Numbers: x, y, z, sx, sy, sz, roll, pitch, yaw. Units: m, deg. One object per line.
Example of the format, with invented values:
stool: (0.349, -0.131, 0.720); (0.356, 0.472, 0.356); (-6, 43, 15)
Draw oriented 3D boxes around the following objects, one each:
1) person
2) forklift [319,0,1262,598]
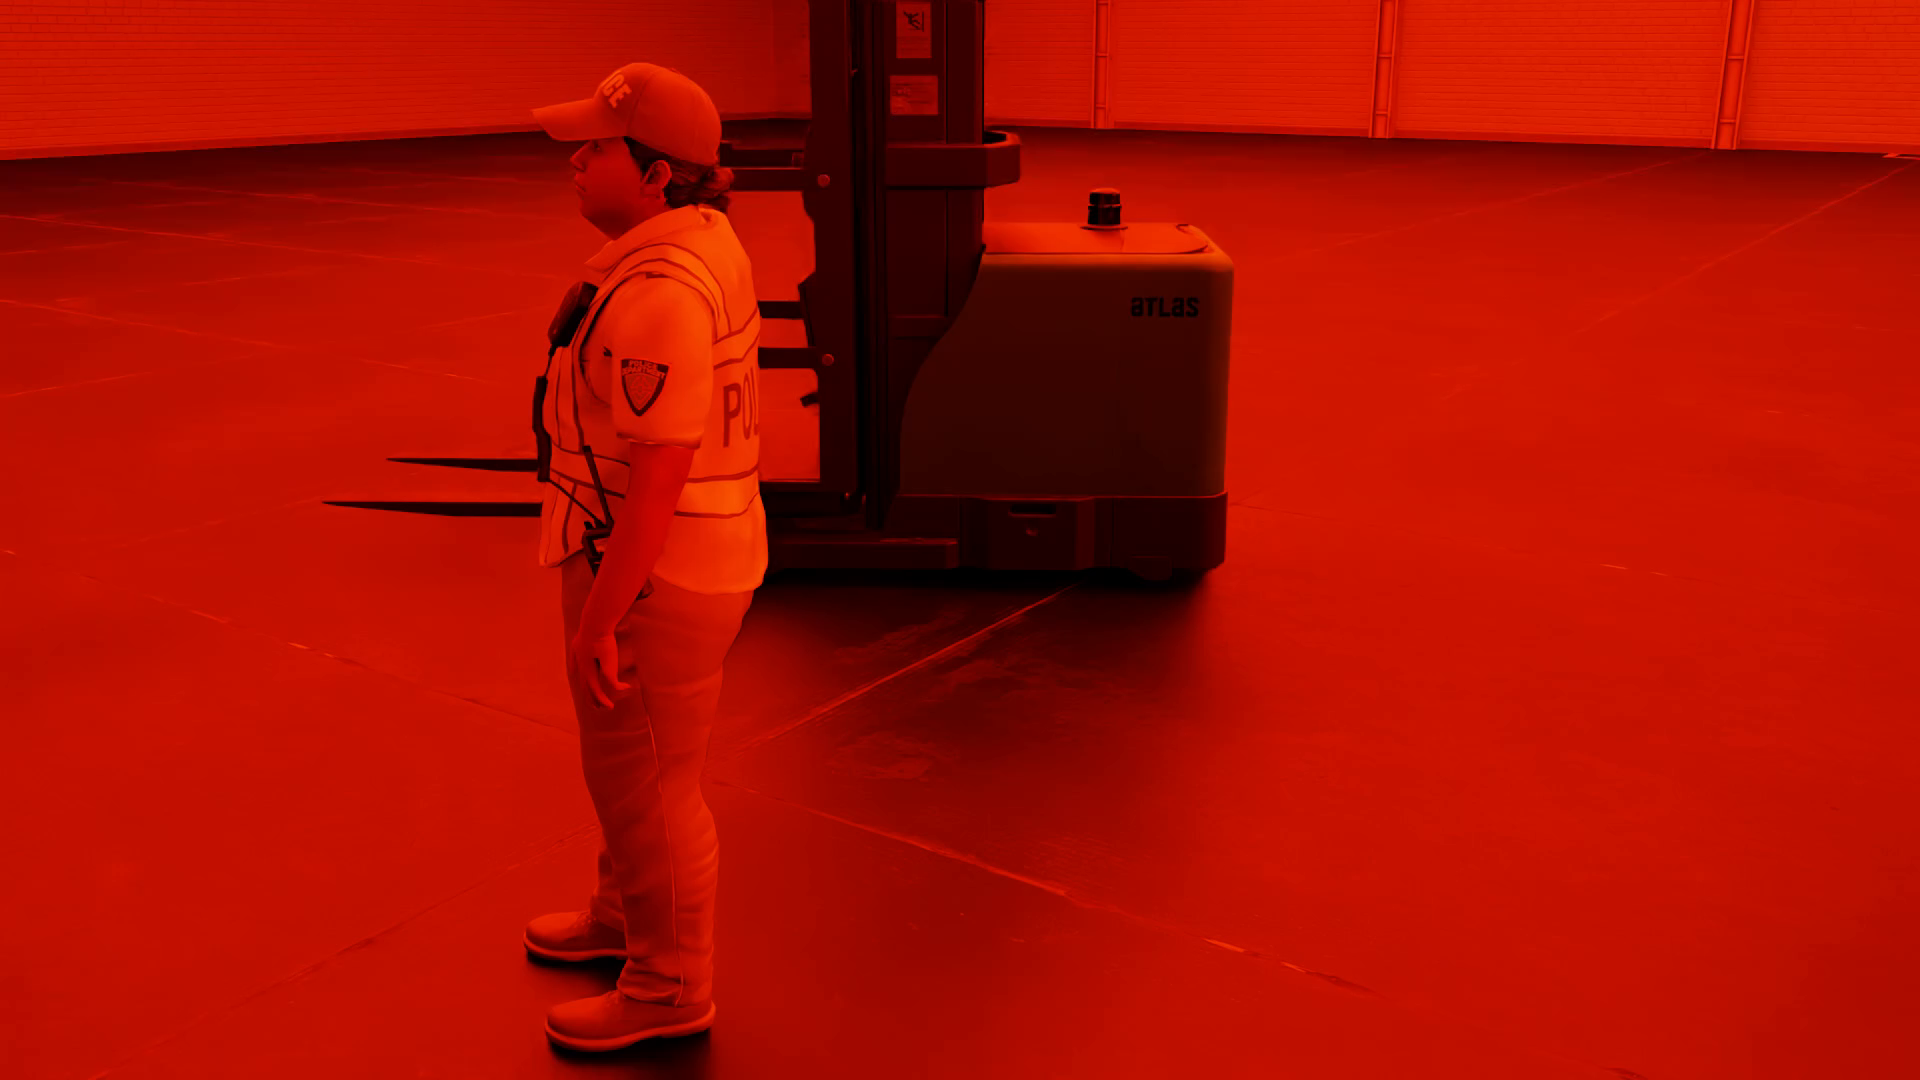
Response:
person: (-0.588, 0.064, 2.801); (0.531, 1.670, 0.596); (0, 17, 0)
forklift: (-0.576, -1.373, 5.423); (3.031, 2.935, 1.130); (-3, 17, -9)
